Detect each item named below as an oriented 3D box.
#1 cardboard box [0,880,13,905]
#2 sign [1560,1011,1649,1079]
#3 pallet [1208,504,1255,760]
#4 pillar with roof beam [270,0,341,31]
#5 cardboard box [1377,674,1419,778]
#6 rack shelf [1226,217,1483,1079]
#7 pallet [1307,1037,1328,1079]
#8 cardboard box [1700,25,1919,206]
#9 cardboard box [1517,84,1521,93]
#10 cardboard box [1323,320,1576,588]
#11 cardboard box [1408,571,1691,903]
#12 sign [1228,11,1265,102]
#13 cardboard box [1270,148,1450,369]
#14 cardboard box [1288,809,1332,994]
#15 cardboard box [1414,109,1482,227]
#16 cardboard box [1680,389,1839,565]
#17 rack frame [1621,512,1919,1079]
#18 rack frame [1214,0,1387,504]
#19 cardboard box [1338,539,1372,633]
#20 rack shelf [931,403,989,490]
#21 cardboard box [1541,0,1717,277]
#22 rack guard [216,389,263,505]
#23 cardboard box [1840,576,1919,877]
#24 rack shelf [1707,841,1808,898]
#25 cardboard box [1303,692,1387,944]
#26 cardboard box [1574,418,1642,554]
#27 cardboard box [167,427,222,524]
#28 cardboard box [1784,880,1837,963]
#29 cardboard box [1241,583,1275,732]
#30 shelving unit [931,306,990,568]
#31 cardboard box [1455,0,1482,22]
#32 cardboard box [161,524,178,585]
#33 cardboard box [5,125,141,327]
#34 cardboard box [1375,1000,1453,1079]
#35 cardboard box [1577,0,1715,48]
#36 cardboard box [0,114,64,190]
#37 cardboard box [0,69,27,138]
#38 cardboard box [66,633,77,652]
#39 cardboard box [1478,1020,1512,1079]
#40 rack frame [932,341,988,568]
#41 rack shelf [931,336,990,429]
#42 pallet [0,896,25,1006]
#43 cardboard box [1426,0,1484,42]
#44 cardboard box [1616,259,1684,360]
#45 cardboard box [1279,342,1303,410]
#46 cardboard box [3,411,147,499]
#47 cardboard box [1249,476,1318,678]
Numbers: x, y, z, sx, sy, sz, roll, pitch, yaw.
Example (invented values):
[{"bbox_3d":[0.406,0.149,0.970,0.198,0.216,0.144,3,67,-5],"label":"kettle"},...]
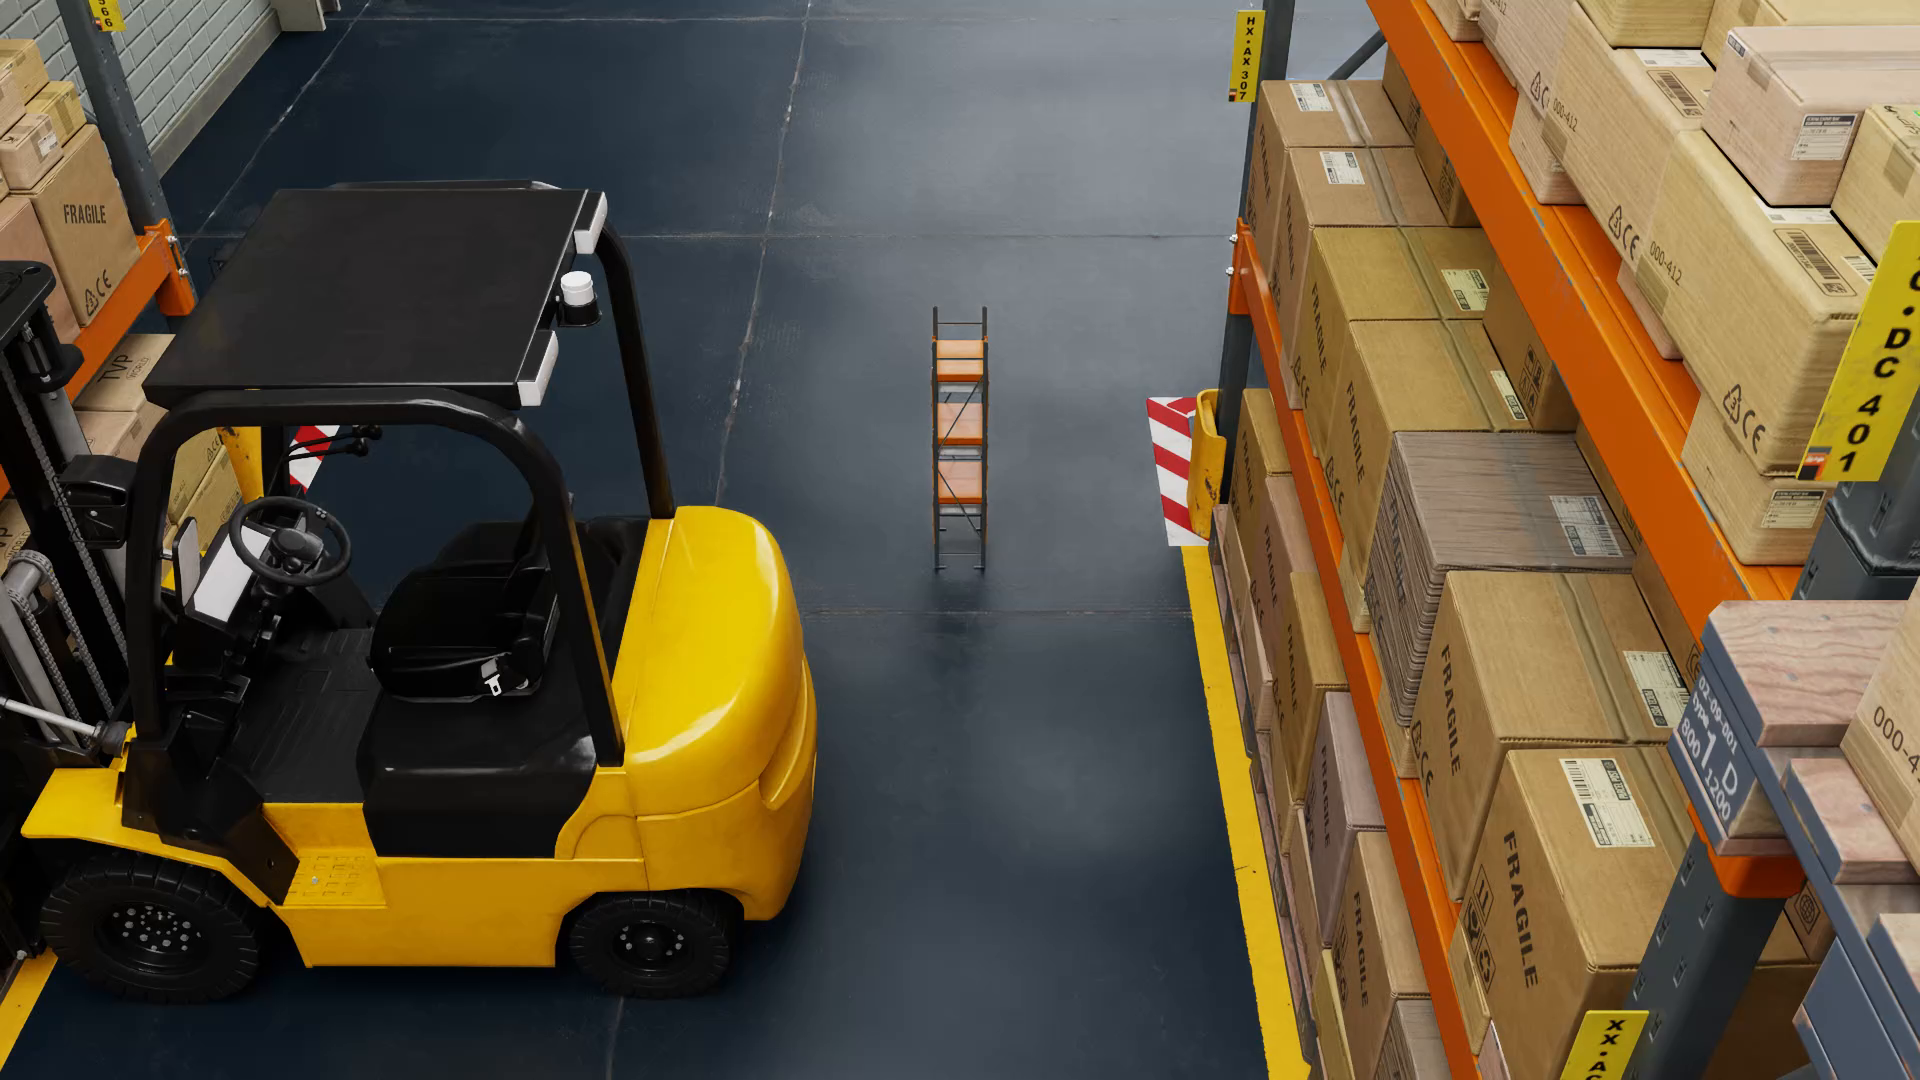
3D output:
[{"bbox_3d":[-3.126,1.145,4.785,0.500,0.250,0.500,1,39,1],"label":"cardboard box"},{"bbox_3d":[0.997,0.839,2.612,0.100,0.325,0.005,0,39,0],"label":"sign"},{"bbox_3d":[1.500,0.314,6.189,1.003,0.211,1.213,0,39,0],"label":"pallet"},{"bbox_3d":[-0.031,-6.984,8.269,9.100,9.000,0.400,0,39,0],"label":"pillar with roof beam"},{"bbox_3d":[1.230,0.434,4.011,0.380,0.149,0.250,-1,39,-1],"label":"cardboard box"},{"bbox_3d":[1.537,0.202,4.675,1.077,0.370,4.000,0,39,0],"label":"rack shelf"},{"bbox_3d":[1.503,1.840,4.285,1.003,0.211,1.213,0,39,0],"label":"pallet"},{"bbox_3d":[1.244,-0.572,2.230,0.380,0.149,0.250,-1,39,-1],"label":"cardboard box"},{"bbox_3d":[1.331,-0.903,3.281,0.380,0.149,0.250,1,39,1],"label":"cardboard box"},{"bbox_3d":[1.272,-0.228,4.317,0.500,0.500,0.500,-1,39,-1],"label":"cardboard box"},{"bbox_3d":[1.283,0.417,3.513,0.500,0.500,0.500,1,39,1],"label":"cardboard box"},{"bbox_3d":[0.992,-1.667,5.739,0.100,0.325,0.005,0,39,0],"label":"sign"},{"bbox_3d":[1.262,-0.864,5.112,0.500,0.500,0.500,1,39,1],"label":"cardboard box"},{"bbox_3d":[1.263,1.061,4.891,0.500,0.250,0.500,1,39,1],"label":"cardboard box"},{"bbox_3d":[1.747,-1.239,4.780,0.700,0.500,0.500,0,39,0],"label":"cardboard box"},{"bbox_3d":[1.233,-0.098,2.276,0.380,0.149,0.250,0,39,0],"label":"cardboard box"},{"bbox_3d":[1.539,1.172,2.889,1.000,3.000,0.127,0,39,0],"label":"rack frame"},{"bbox_3d":[1.535,-1.329,6.010,1.000,3.000,0.127,0,39,0],"label":"rack frame"},{"bbox_3d":[1.223,0.113,4.411,0.380,0.149,0.250,0,39,0],"label":"cardboard box"},{"bbox_3d":[0.000,-0.368,6.387,0.215,0.259,0.240,0,39,0],"label":"rack shelf"},{"bbox_3d":[1.268,-0.648,2.643,0.500,0.250,0.500,-1,39,-1],"label":"cardboard box"},{"bbox_3d":[-3.429,-0.363,6.803,1.175,0.500,0.348,0,39,0],"label":"rack guard"},{"bbox_3d":[1.139,0.262,1.410,0.500,0.250,0.500,-1,39,-1],"label":"cardboard box"},{"bbox_3d":[1.542,1.533,0.615,1.077,0.370,4.000,0,39,0],"label":"rack shelf"},{"bbox_3d":[1.266,0.782,4.639,0.500,0.500,0.500,2,39,2],"label":"cardboard box"},{"bbox_3d":[1.803,-0.282,3.586,0.700,0.500,0.500,-1,39,-1],"label":"cardboard box"},{"bbox_3d":[-3.116,-0.305,6.196,0.500,0.250,0.500,0,39,-1],"label":"cardboard box"},{"bbox_3d":[1.756,0.351,2.795,0.700,0.500,0.500,0,39,-1],"label":"cardboard box"},{"bbox_3d":[1.252,0.404,5.711,0.500,0.250,0.500,1,39,2],"label":"cardboard box"},{"bbox_3d":[0.000,-0.376,6.380,0.215,1.050,0.252,0,39,0],"label":"shelving unit"},{"bbox_3d":[1.266,-1.284,3.438,0.500,0.250,0.500,1,39,1],"label":"cardboard box"},{"bbox_3d":[-3.121,0.190,5.977,0.500,0.250,0.500,0,39,0],"label":"cardboard box"},{"bbox_3d":[-3.166,-1.055,5.588,0.500,0.500,0.500,-1,39,-1],"label":"cardboard box"},{"bbox_3d":[1.270,1.419,3.844,0.500,0.500,0.500,-1,39,-1],"label":"cardboard box"},{"bbox_3d":[1.201,-0.897,2.635,0.380,0.149,0.250,1,39,1],"label":"cardboard box"},{"bbox_3d":[-3.118,-1.239,5.299,0.380,0.149,0.250,1,39,1],"label":"cardboard box"},{"bbox_3d":[-3.186,-1.354,5.204,0.380,0.149,0.250,0,39,0],"label":"cardboard box"},{"bbox_3d":[-3.104,0.331,5.401,0.500,0.250,0.500,-1,39,-1],"label":"cardboard box"},{"bbox_3d":[1.234,1.069,3.218,0.380,0.149,0.250,0,39,-1],"label":"cardboard box"},{"bbox_3d":[0.000,-0.300,6.285,0.200,1.050,0.008,0,39,0],"label":"rack frame"},{"bbox_3d":[0.000,-0.589,6.209,0.215,0.259,0.240,0,39,0],"label":"rack shelf"},{"bbox_3d":[-3.388,1.004,5.328,1.003,0.211,1.213,0,39,0],"label":"pallet"},{"bbox_3d":[1.257,-1.221,3.678,0.380,0.149,0.250,-1,39,-1],"label":"cardboard box"},{"bbox_3d":[1.297,-0.416,2.672,0.380,0.149,0.250,0,39,0],"label":"cardboard box"},{"bbox_3d":[1.216,-0.536,5.221,0.380,0.149,0.250,1,39,1],"label":"cardboard box"},{"bbox_3d":[-3.110,-0.198,5.661,0.500,0.250,0.500,1,39,1],"label":"cardboard box"},{"bbox_3d":[1.265,0.134,5.448,0.500,0.500,0.500,-1,39,-2],"label":"cardboard box"}]
